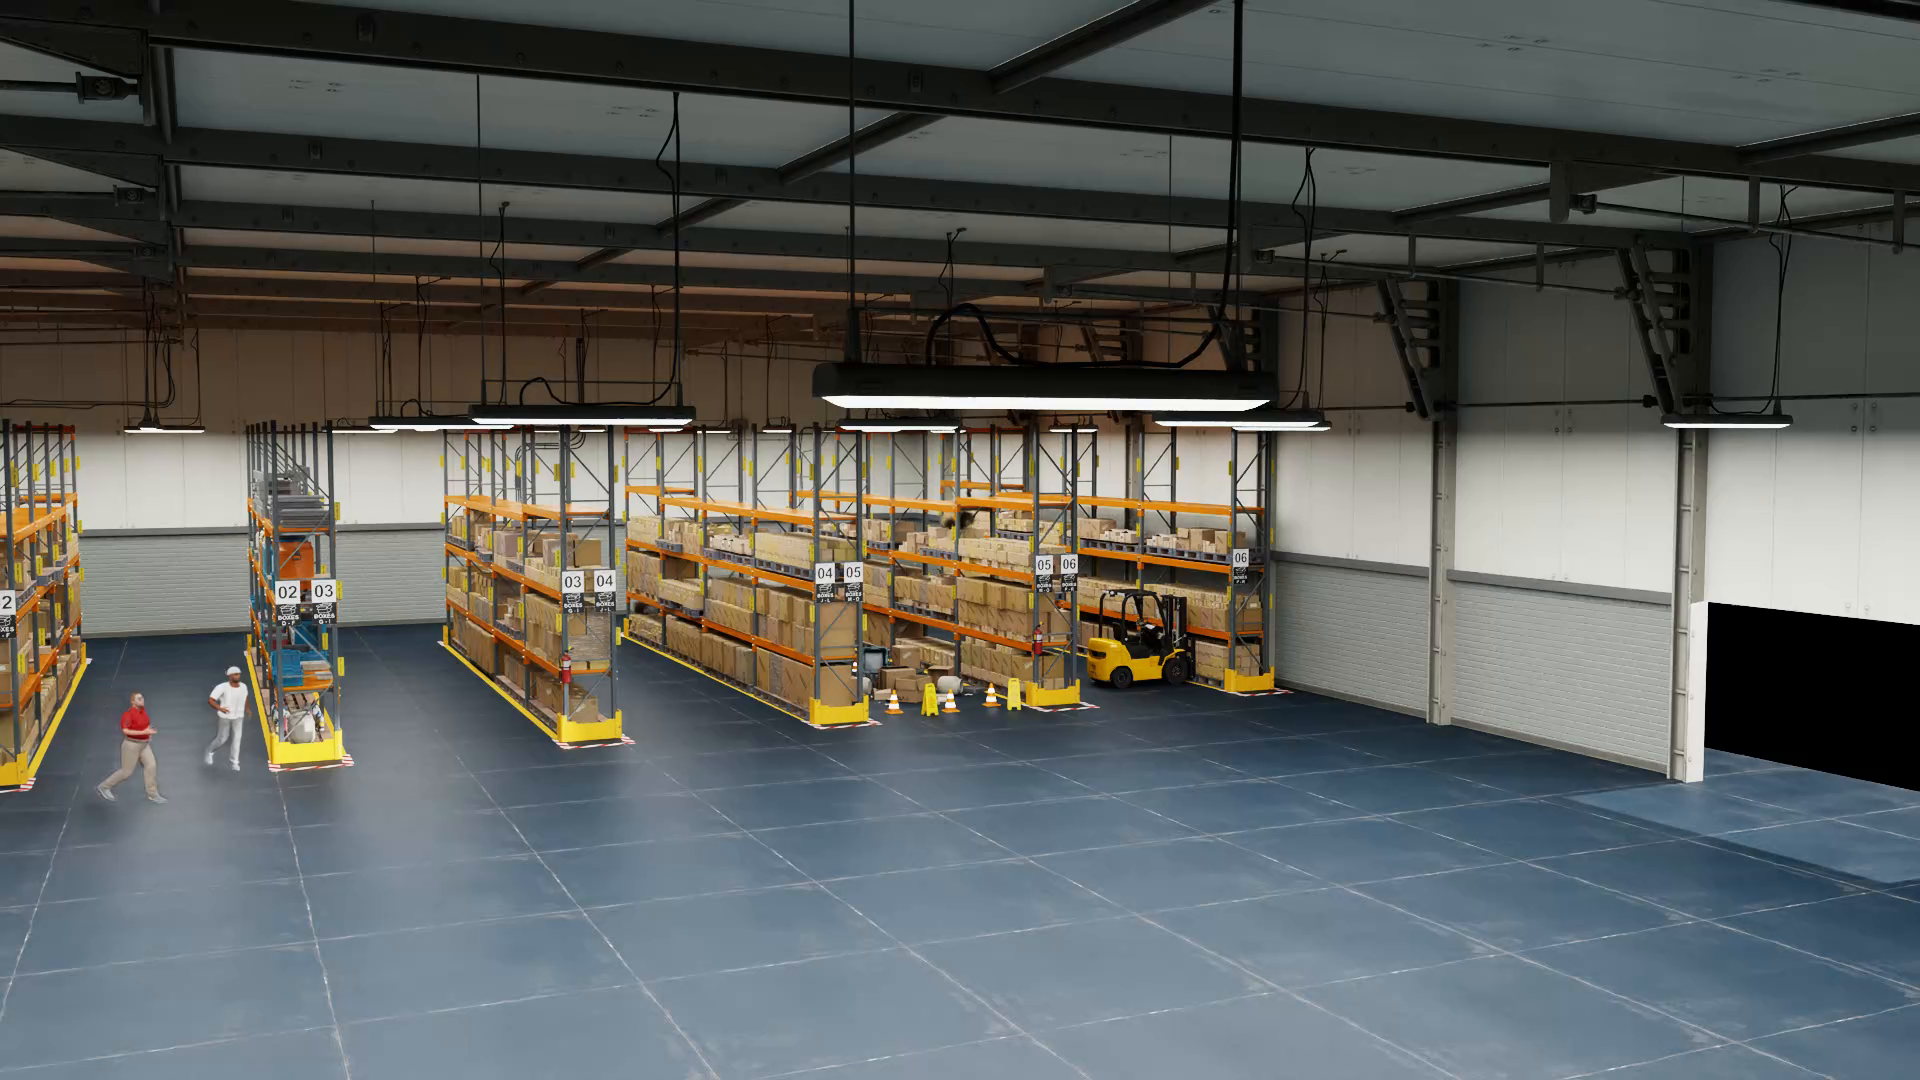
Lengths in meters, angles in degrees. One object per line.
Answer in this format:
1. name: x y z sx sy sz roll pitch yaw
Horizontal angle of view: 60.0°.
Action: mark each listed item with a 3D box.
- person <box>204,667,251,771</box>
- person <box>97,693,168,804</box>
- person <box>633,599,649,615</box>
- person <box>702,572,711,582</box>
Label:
1. person: -12.527 3.055 28.641 0.962 1.722 0.764 3 5 40
2. person: -12.879 3.245 25.900 0.982 1.752 0.672 0 4 4
3. person: -9.445 1.808 49.198 0.555 1.672 0.760 1 4 10
4. person: -7.579 1.797 49.947 0.707 1.720 0.573 -1 4 -22
